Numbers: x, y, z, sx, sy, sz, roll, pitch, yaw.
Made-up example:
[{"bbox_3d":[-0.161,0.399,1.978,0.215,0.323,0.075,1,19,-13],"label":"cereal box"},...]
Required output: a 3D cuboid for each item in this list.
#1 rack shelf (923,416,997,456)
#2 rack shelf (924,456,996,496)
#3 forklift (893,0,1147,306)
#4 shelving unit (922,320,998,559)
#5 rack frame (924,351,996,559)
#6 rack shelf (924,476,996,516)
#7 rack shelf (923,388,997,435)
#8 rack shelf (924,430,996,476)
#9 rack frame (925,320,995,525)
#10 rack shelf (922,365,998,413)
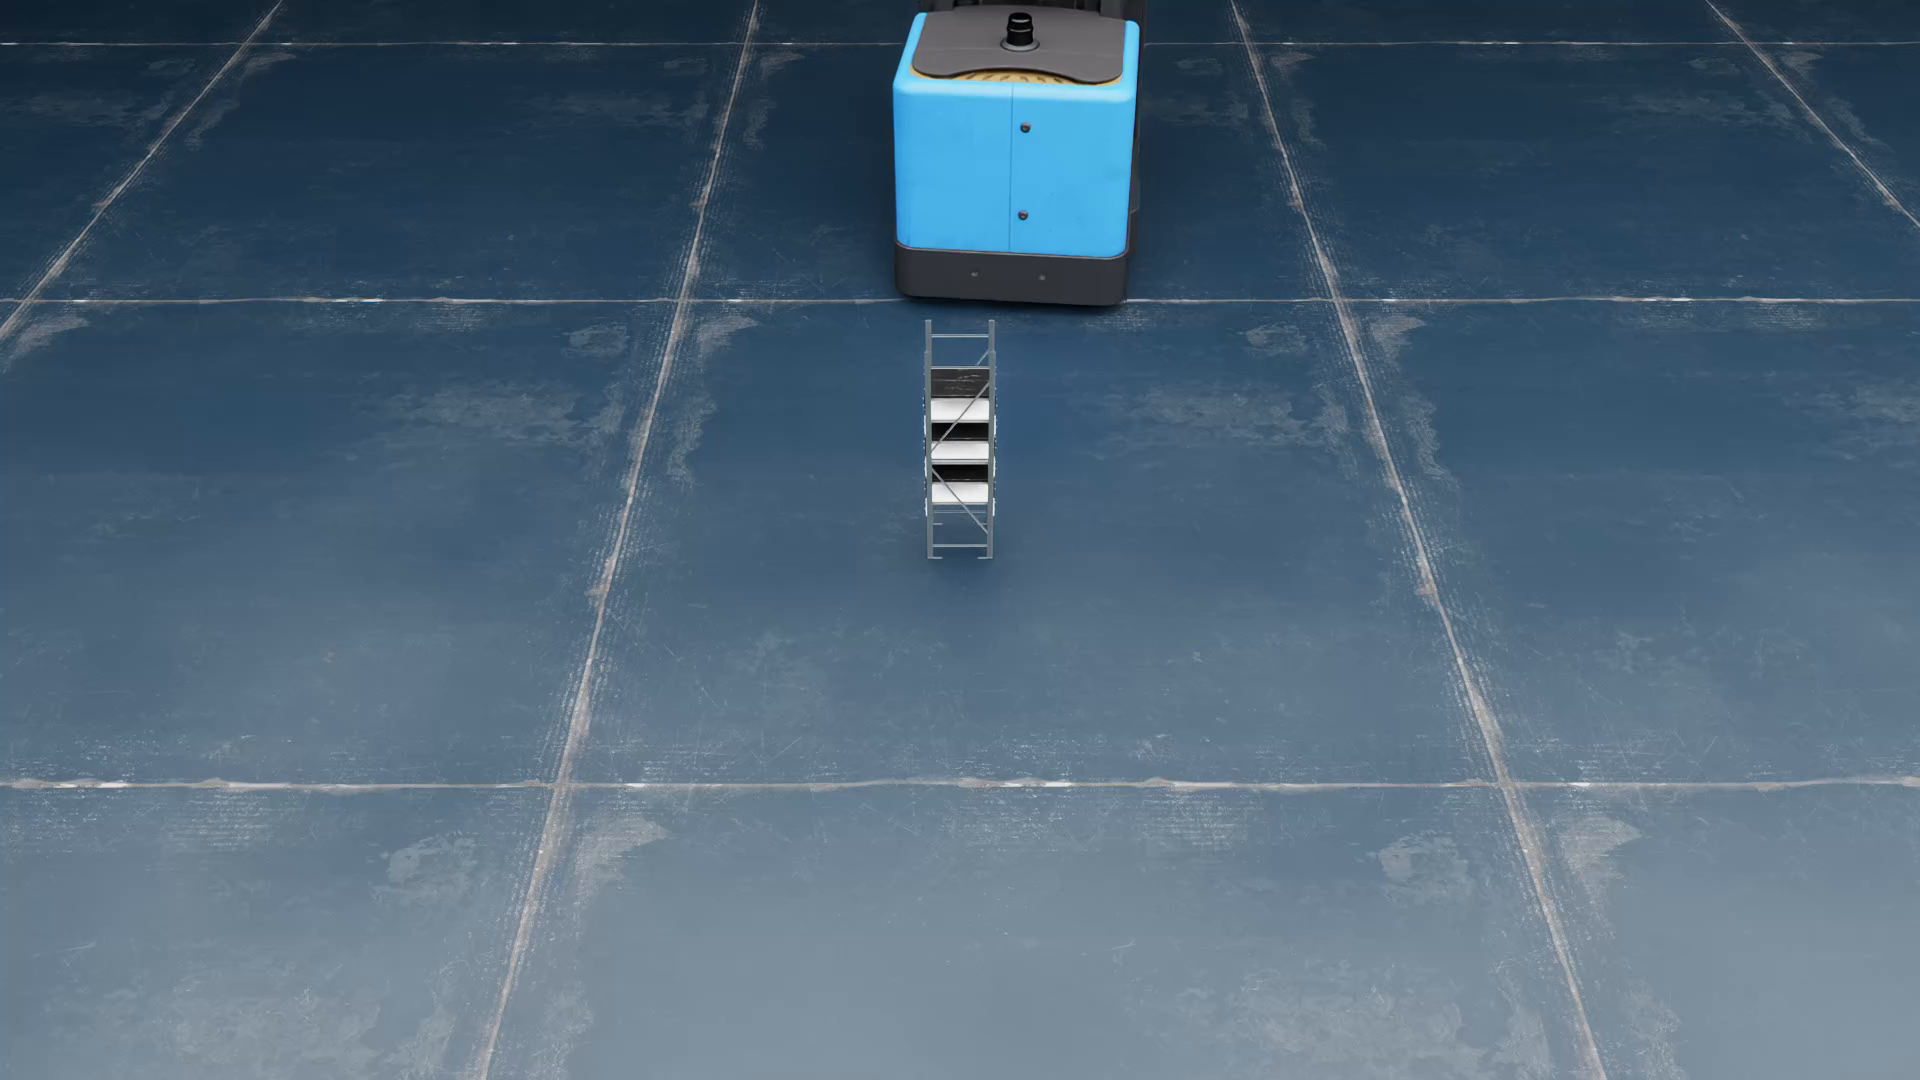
[{"bbox_3d":[0.000,-0.390,5.927,0.258,0.077,0.200,0,39,0],"label":"rack shelf"},{"bbox_3d":[0.000,-0.250,6.039,0.258,0.077,0.200,0,39,0],"label":"rack shelf"},{"bbox_3d":[0.370,-3.103,7.779,1.130,2.935,3.031,4,39,5],"label":"forklift"},{"bbox_3d":[0.000,-0.346,5.962,0.258,0.900,0.210,0,39,0],"label":"shelving unit"},{"bbox_3d":[0.000,-0.282,5.883,0.240,0.900,0.006,0,39,0],"label":"rack frame"},{"bbox_3d":[0.000,-0.180,6.096,0.258,0.077,0.200,0,39,0],"label":"rack shelf"},{"bbox_3d":[0.000,-0.461,5.871,0.258,0.077,0.200,0,39,0],"label":"rack shelf"},{"bbox_3d":[0.000,-0.320,5.983,0.258,0.077,0.200,0,39,0],"label":"rack shelf"},{"bbox_3d":[0.000,-0.410,6.042,0.240,0.900,0.006,0,39,0],"label":"rack frame"},{"bbox_3d":[0.000,-0.531,5.814,0.258,0.077,0.200,0,39,0],"label":"rack shelf"}]
